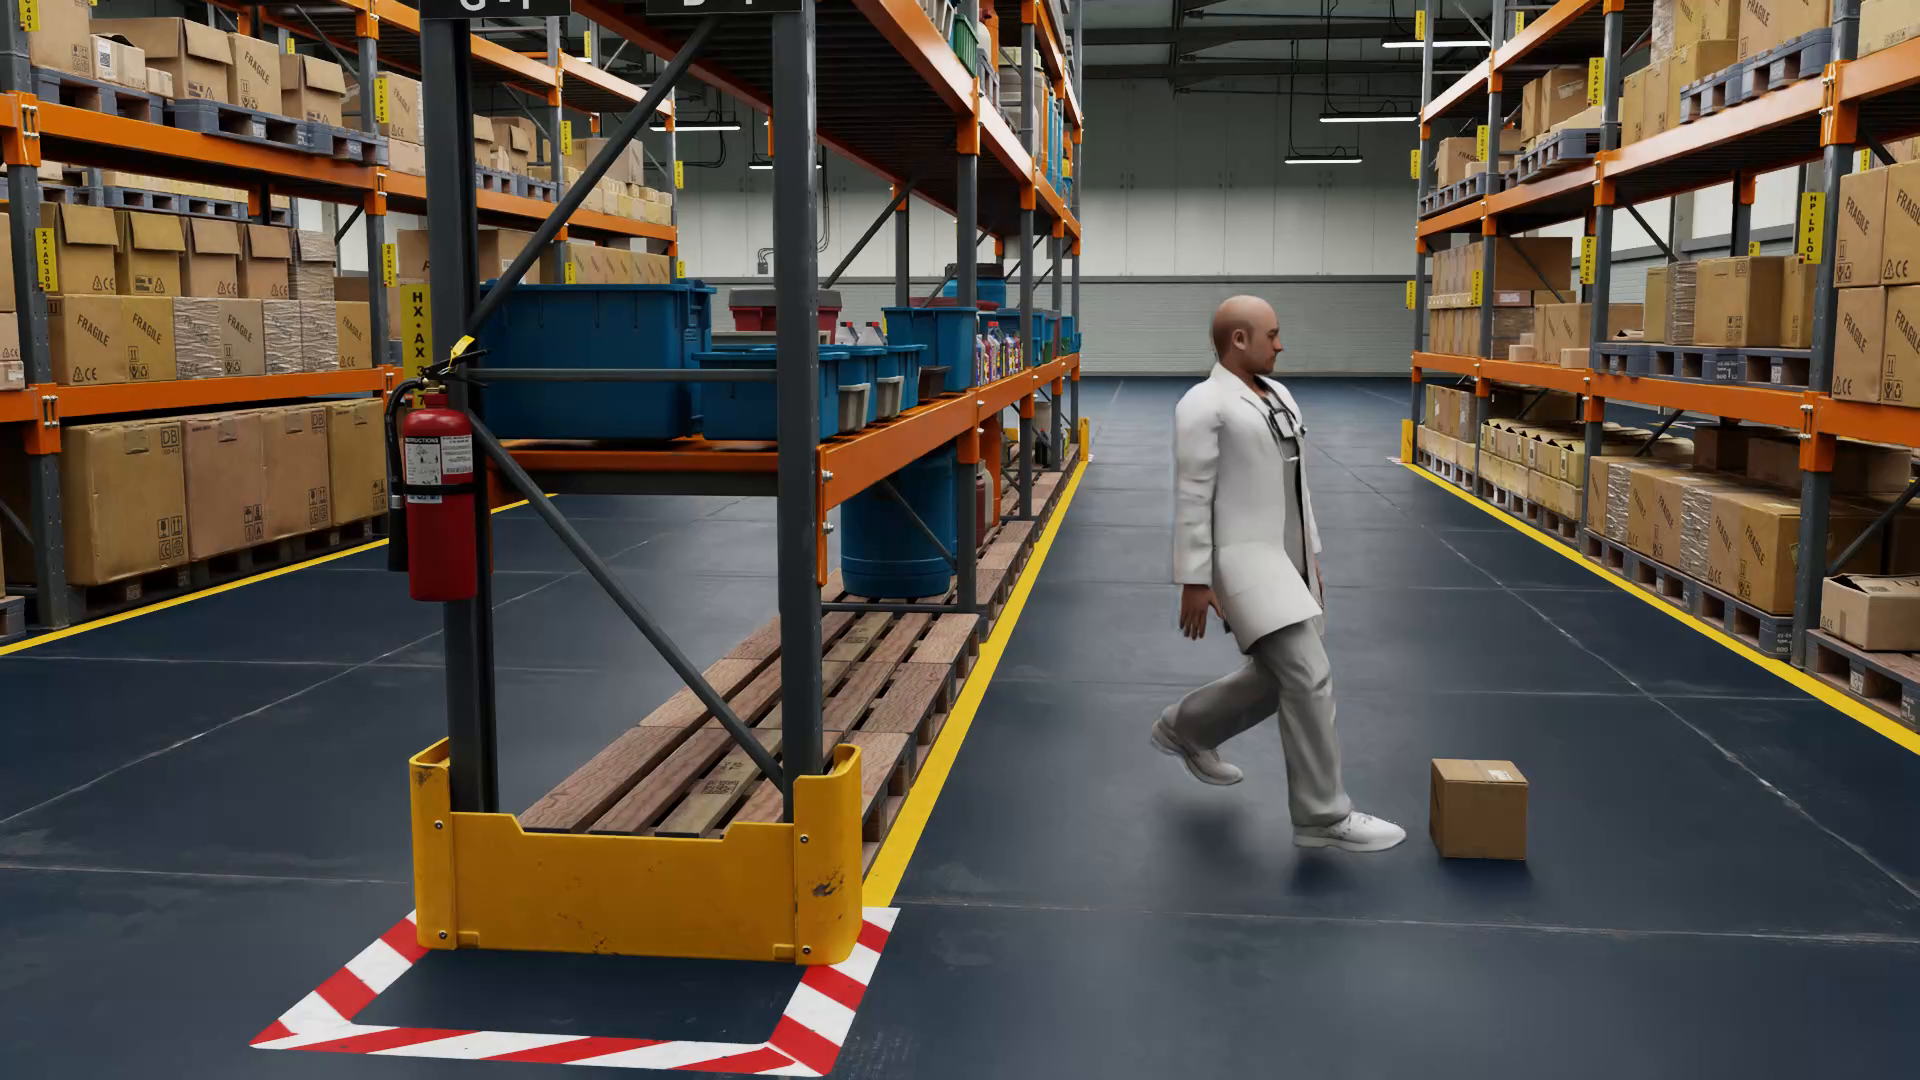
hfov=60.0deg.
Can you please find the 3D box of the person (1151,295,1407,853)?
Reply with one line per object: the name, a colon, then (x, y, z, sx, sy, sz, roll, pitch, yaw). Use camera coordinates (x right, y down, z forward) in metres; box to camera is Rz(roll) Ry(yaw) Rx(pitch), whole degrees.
person: (0.988, 0.081, 5.323, 1.062, 1.713, 0.615, 6, 10, 40)
